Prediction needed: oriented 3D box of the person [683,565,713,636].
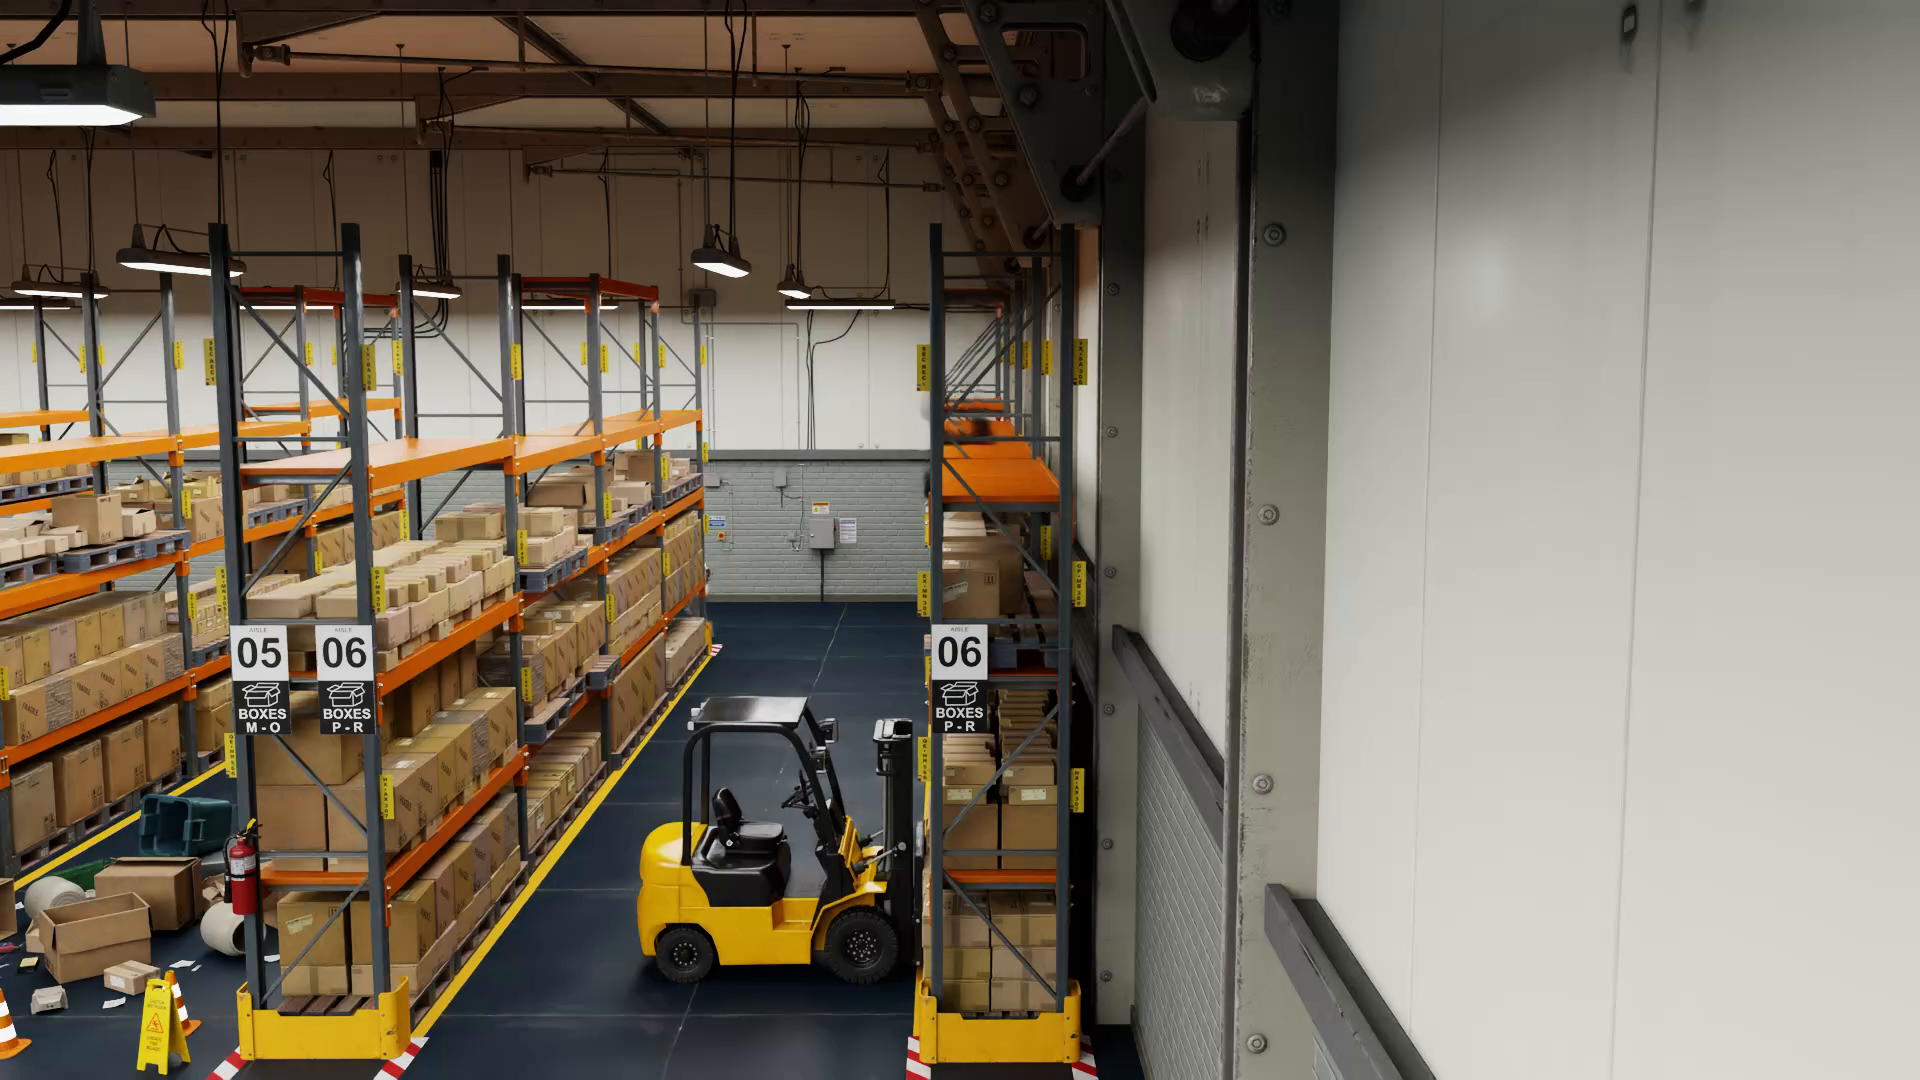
[{"bbox_3d":[-4.702,0.926,29.272,0.612,1.643,0.594,3,7,21],"label":"person"}]
